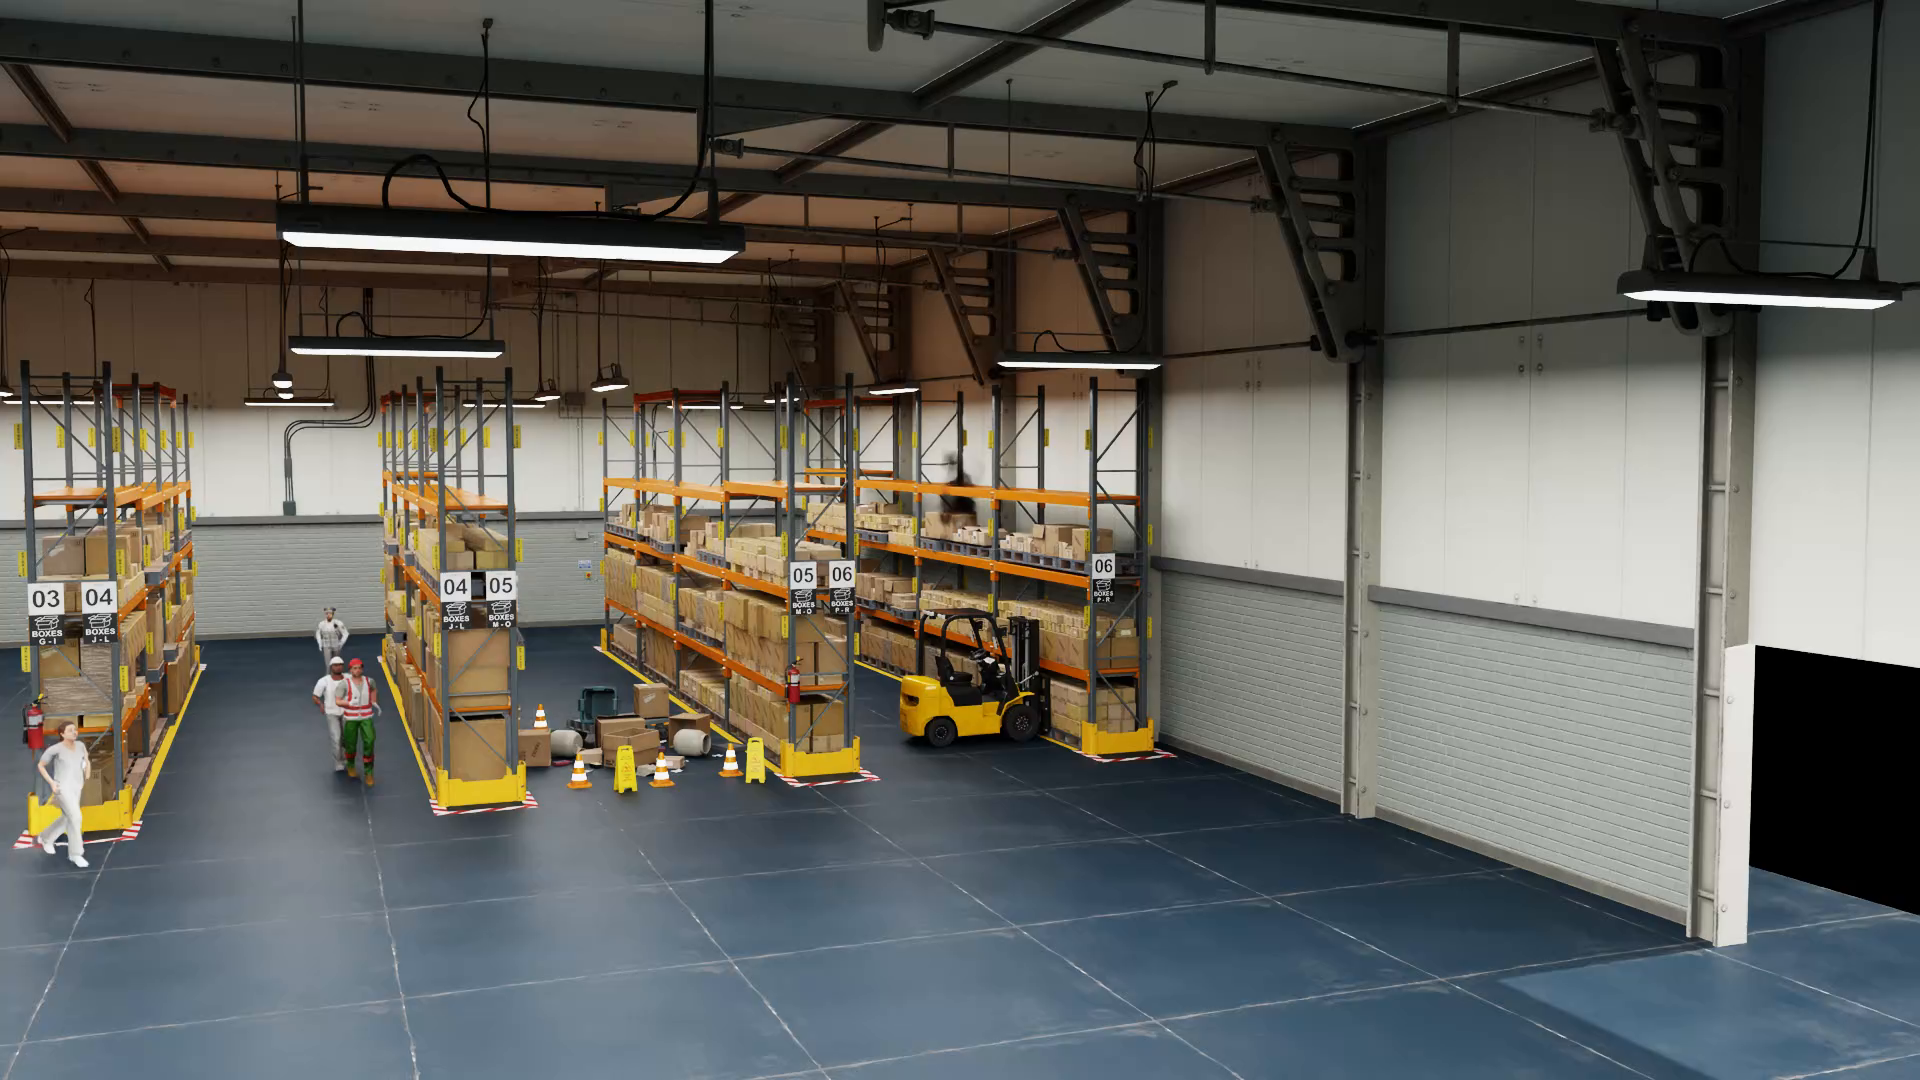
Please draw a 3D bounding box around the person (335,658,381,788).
[{"bbox_3d":[-8.760,2.633,24.215,0.653,1.835,0.862,-2,4,-30],"label":"person"}]

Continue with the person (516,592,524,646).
[{"bbox_3d":[-10.864,1.737,39.887,0.763,1.838,0.625,-1,4,-19],"label":"person"}]

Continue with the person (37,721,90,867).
[{"bbox_3d":[-10.618,2.982,19.733,0.847,1.702,0.578,1,4,20],"label":"person"}]

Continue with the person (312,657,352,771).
[{"bbox_3d":[-9.450,2.624,25.246,0.698,1.718,0.610,-2,4,-30],"label":"person"}]

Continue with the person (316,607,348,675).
[{"bbox_3d":[-12.622,2.167,33.445,0.627,1.702,0.682,-1,4,-16],"label":"person"}]
